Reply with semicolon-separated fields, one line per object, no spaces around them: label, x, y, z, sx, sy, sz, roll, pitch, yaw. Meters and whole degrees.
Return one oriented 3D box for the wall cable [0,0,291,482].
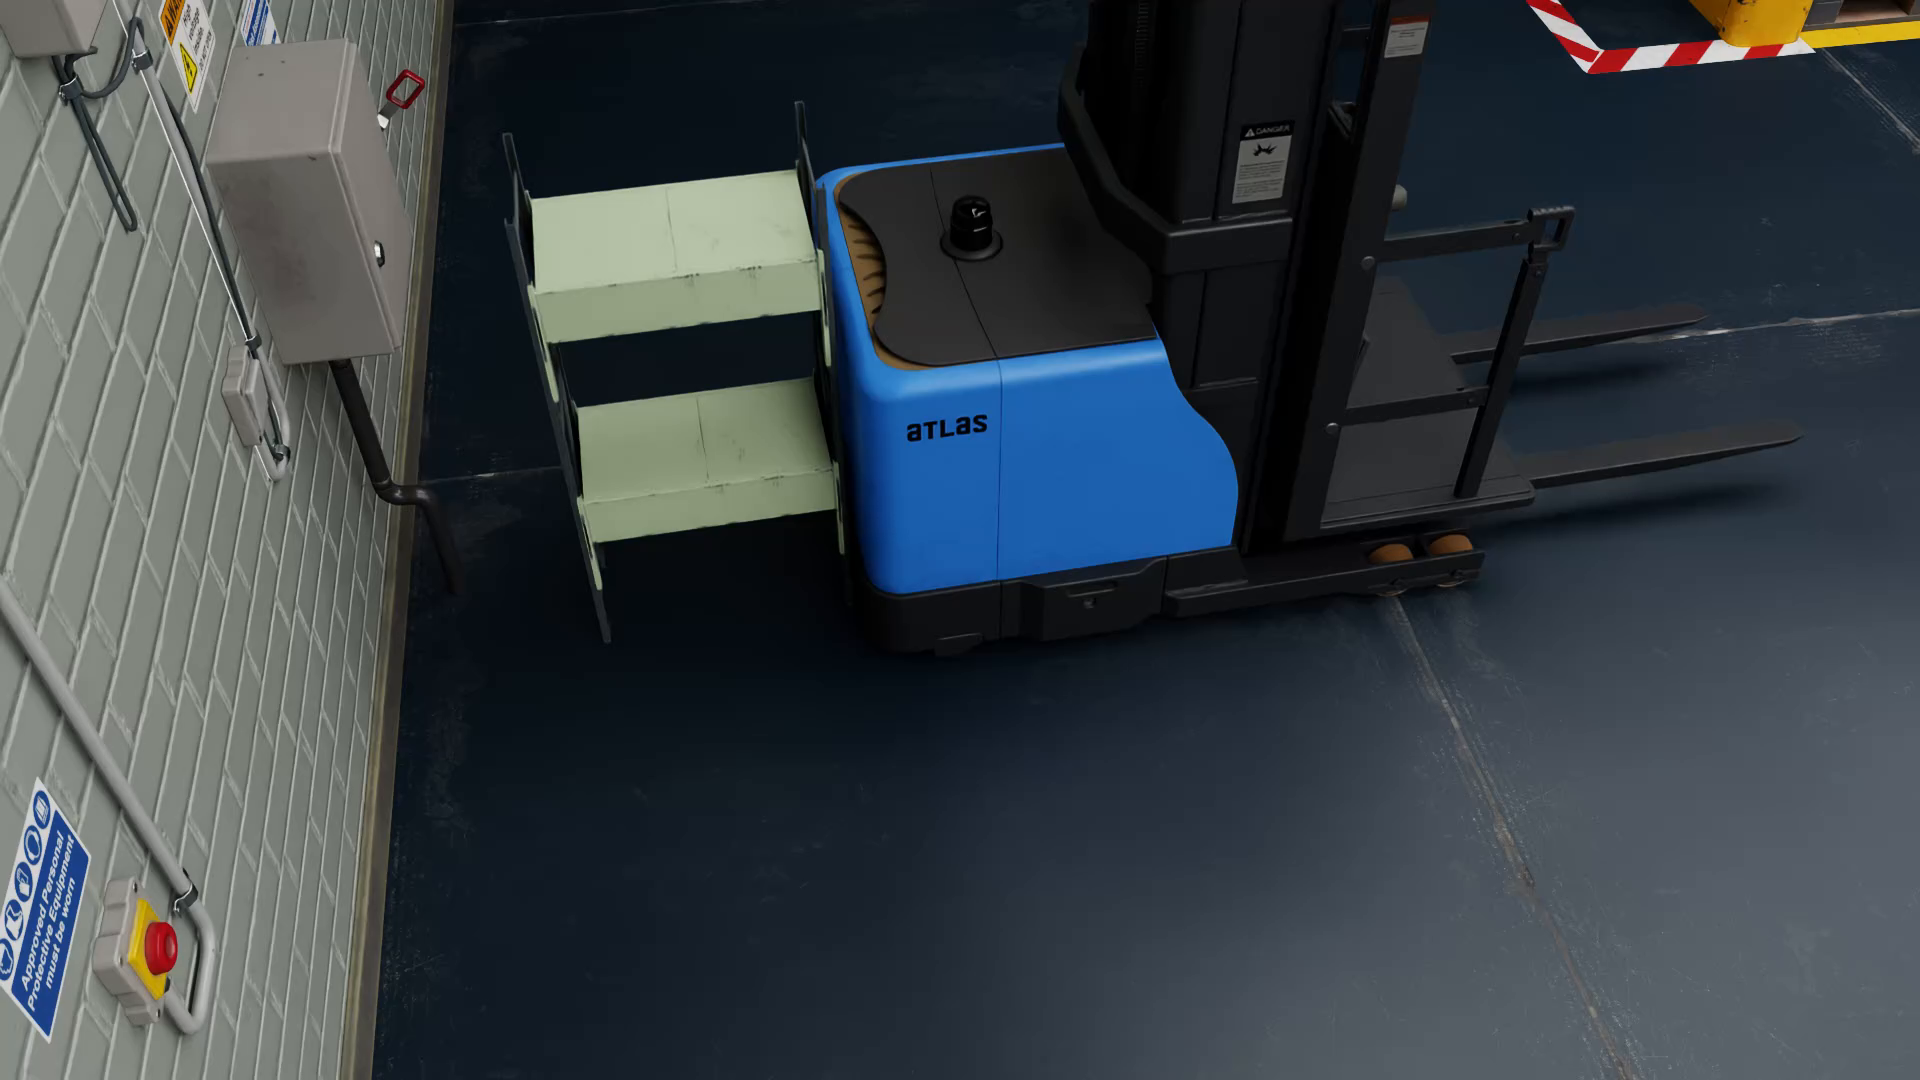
wall cable;-1.555;-0.762;3.195;0.122;1.984;0.588;-7;46;-7

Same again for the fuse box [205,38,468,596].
fuse box;-1.516;-0.466;4.510;0.414;1.711;0.539;-7;46;-7

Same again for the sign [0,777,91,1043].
sign;-1.354;0.544;2.455;0.001;0.218;0.327;-7;46;-7

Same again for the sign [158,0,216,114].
sign;-1.711;-1.135;3.687;0.001;0.242;0.339;-7;46;-7

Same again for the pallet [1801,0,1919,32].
pallet;4.261;-2.775;7.777;1.213;0.211;1.003;-7;46;-7

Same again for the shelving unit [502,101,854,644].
shelving unit;-0.731;-0.406;4.600;0.755;1.500;0.400;-8;47;-8

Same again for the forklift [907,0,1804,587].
forklift;1.172;-1.182;4.415;2.937;2.843;1.107;-8;47;-8

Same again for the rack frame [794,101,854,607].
rack frame;-0.372;-0.459;4.651;0.023;1.500;0.400;-8;47;-8

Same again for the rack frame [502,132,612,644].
rack frame;-1.089;-0.353;4.549;0.023;1.500;0.400;-8;47;-8

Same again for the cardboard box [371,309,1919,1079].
cardboard box;5.311;0.540;3.654;13.522;1.550;6.103;-8;47;-7
